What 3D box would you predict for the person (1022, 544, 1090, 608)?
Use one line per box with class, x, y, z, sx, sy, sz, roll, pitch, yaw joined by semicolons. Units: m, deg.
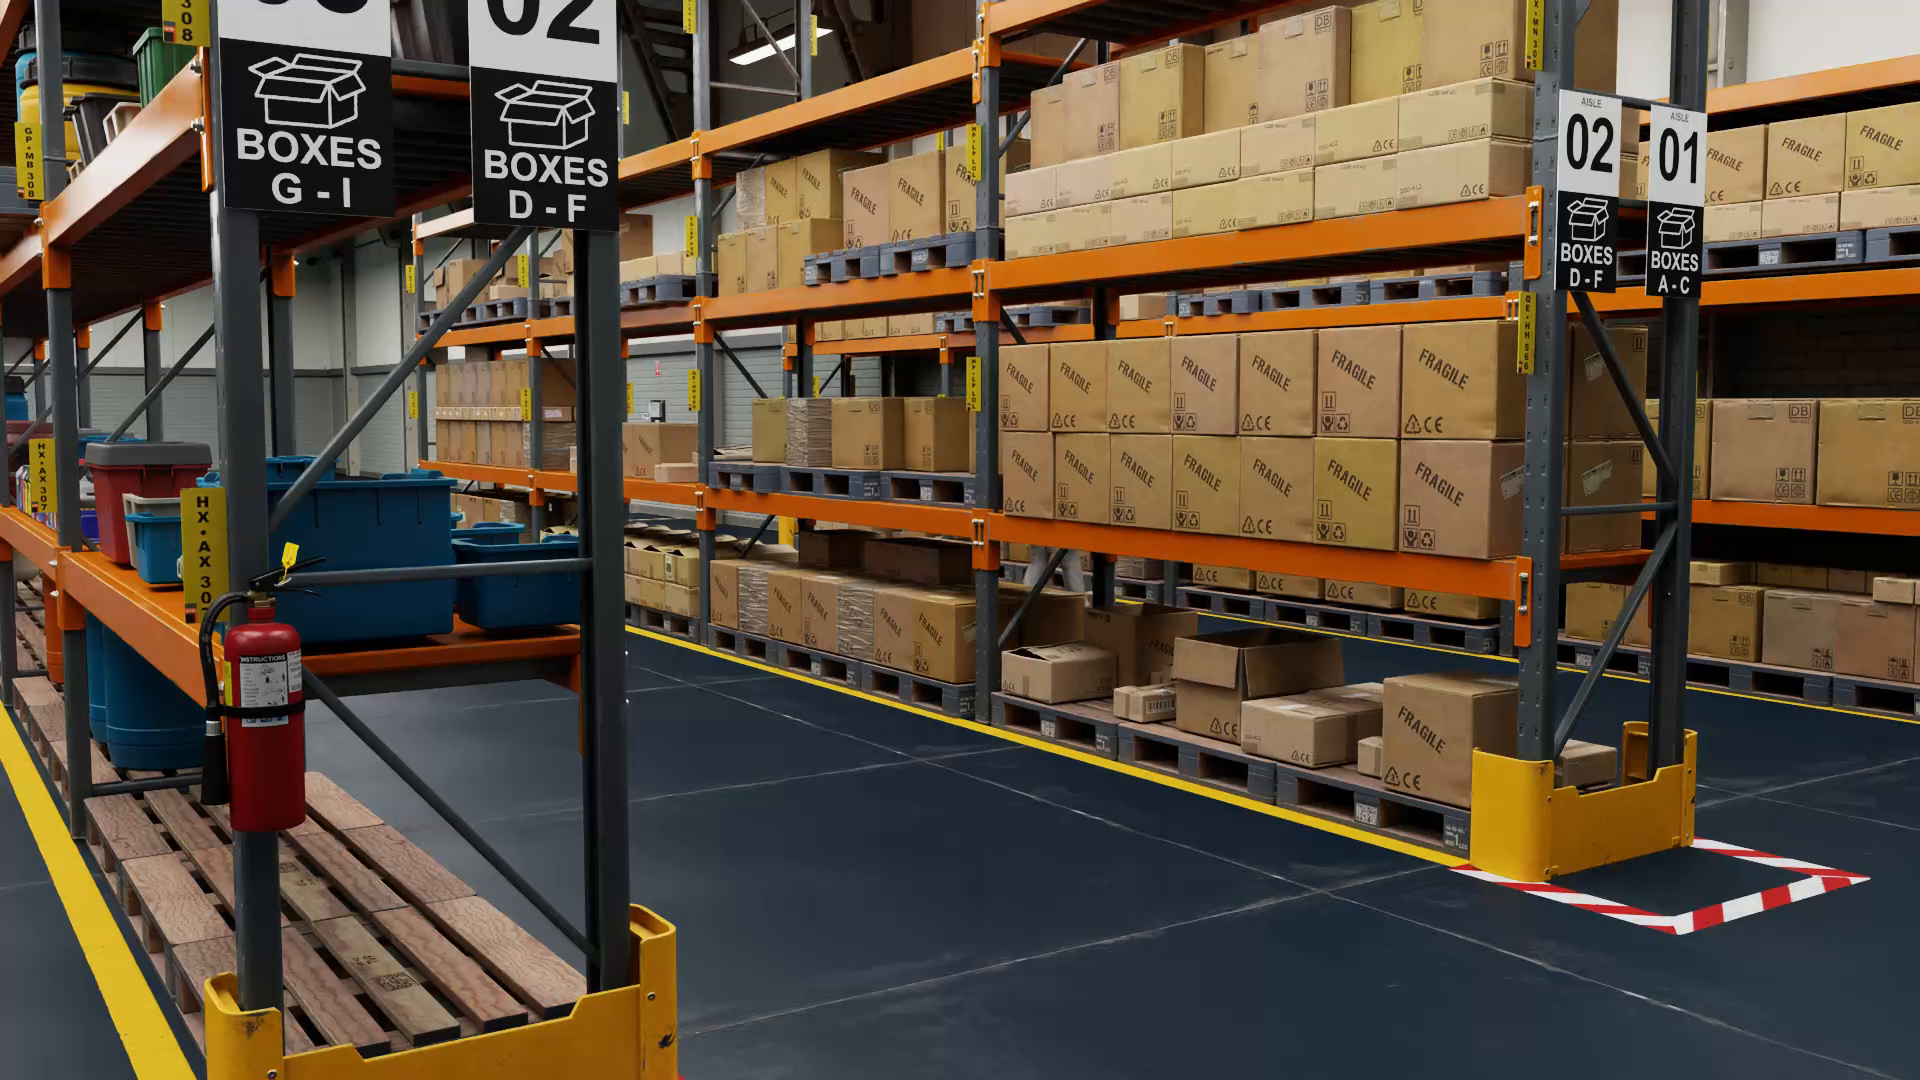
person;0.870;-0.142;14.951;0.840;1.752;0.635;-4;6;-41
